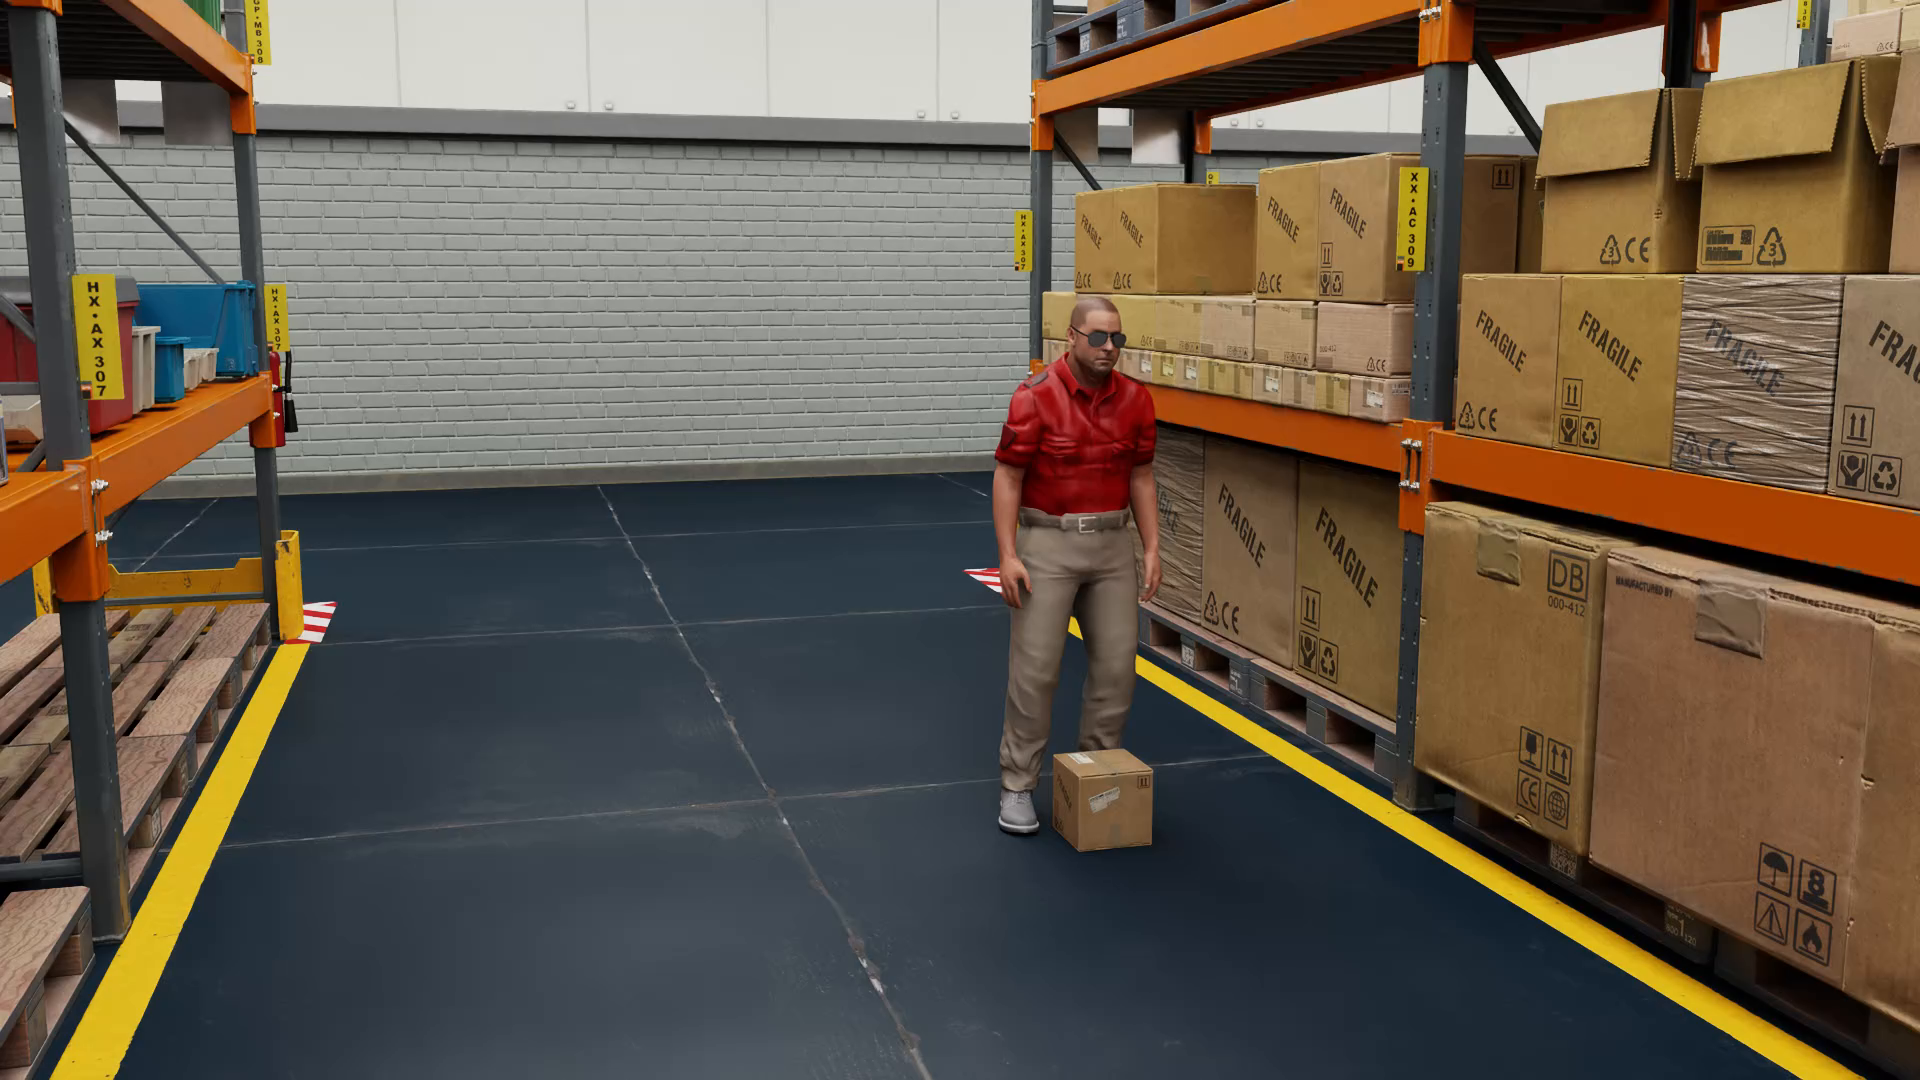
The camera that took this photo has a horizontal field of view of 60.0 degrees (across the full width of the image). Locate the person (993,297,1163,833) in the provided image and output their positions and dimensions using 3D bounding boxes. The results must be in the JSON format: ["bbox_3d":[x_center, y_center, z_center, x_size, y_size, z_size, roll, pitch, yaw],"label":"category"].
[{"bbox_3d":[0.388,0.068,5.494,0.606,1.727,0.389,-3,10,-19],"label":"person"}]
